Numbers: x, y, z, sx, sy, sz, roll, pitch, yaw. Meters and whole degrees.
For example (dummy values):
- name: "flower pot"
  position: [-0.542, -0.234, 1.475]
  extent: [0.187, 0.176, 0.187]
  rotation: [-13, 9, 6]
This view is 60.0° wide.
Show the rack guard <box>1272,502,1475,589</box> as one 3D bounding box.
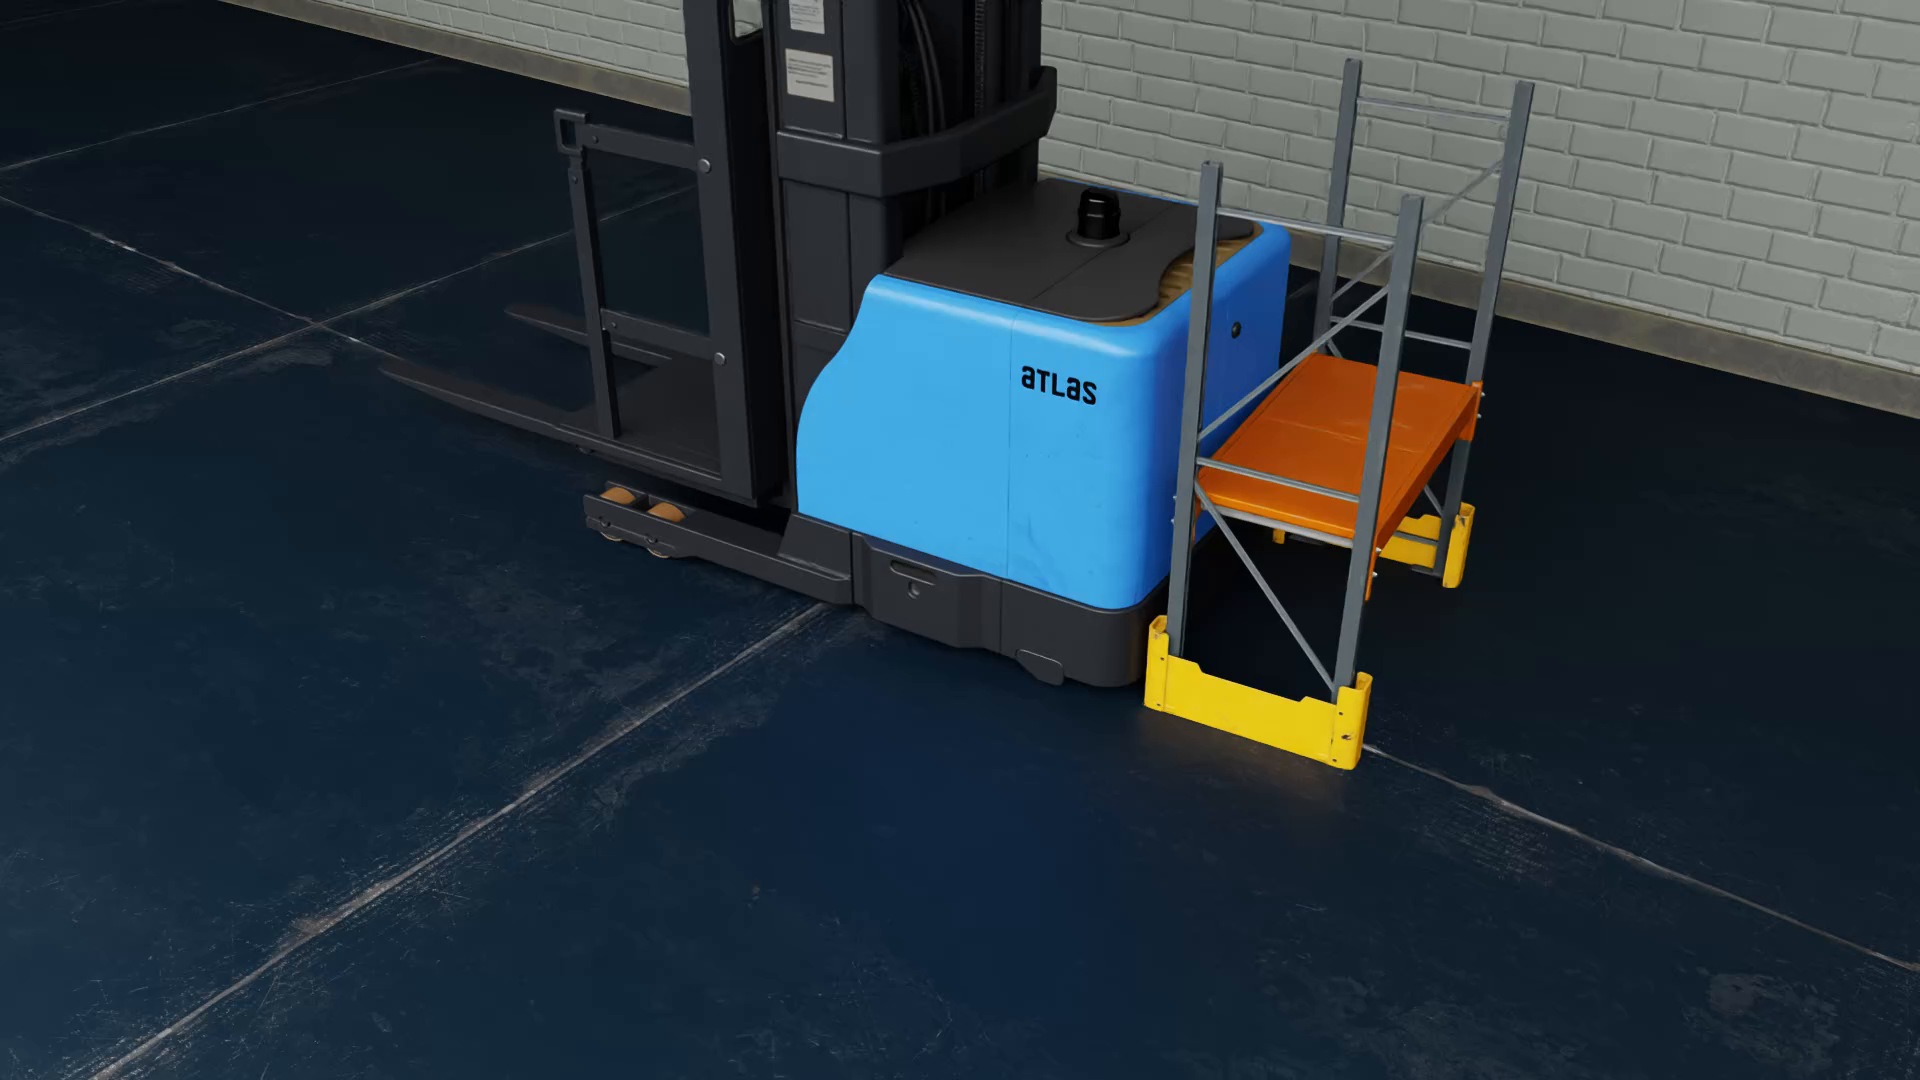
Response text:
- name: "rack guard"
  position: [1.256, -0.049, 5.087]
  extent: [0.587, 0.250, 0.087]
  rotation: [16, 34, 25]

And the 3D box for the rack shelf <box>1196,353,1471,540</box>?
- name: "rack shelf"
  position: [1.016, -0.272, 4.460]
  extent: [0.459, 0.026, 0.952]
  rotation: [16, 34, 25]

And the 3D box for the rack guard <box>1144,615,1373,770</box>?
- name: "rack guard"
  position: [0.767, 0.394, 4.340]
  extent: [0.587, 0.250, 0.087]
  rotation: [16, 34, 25]

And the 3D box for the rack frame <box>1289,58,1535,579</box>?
- name: "rack frame"
  position: [1.265, -0.595, 4.783]
  extent: [0.500, 1.500, 0.032]
  rotation: [16, 34, 25]

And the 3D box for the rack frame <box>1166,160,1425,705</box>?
- name: "rack frame"
  position: [0.767, -0.143, 4.021]
  extent: [0.500, 1.500, 0.032]
  rotation: [16, 34, 25]

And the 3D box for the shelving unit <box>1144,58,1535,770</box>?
- name: "shelving unit"
  position: [1.011, -0.365, 4.395]
  extent: [0.587, 1.500, 1.083]
  rotation: [16, 34, 25]
